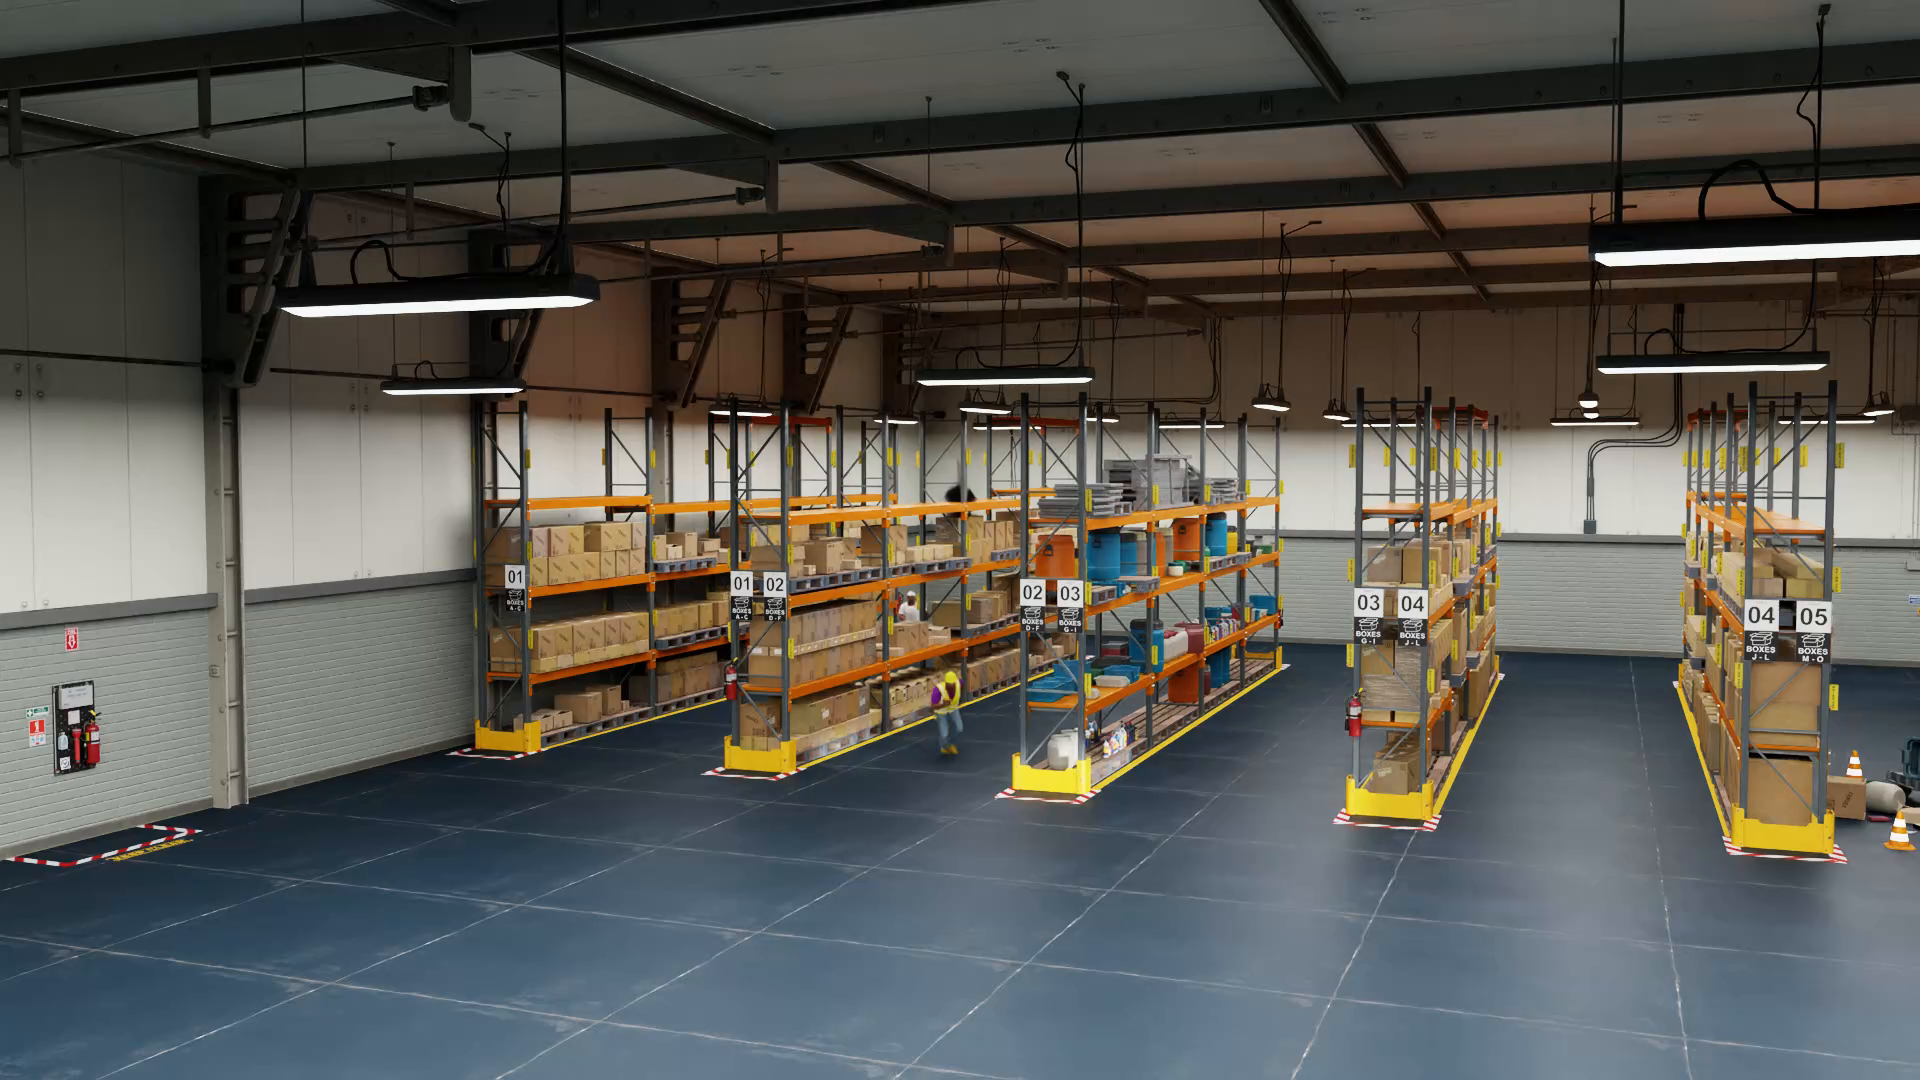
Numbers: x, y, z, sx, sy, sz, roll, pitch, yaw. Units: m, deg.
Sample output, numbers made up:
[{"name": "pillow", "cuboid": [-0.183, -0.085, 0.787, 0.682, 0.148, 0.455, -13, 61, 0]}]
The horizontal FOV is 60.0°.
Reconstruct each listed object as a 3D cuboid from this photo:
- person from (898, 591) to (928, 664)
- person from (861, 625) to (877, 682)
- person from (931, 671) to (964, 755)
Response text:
[{"name": "person", "cuboid": [-1.181, 2.142, 40.783, 0.665, 1.786, 0.808, 1, 3, 15]}, {"name": "person", "cuboid": [-2.117, 2.379, 36.496, 0.660, 1.707, 0.720, 0, 3, 0]}, {"name": "person", "cuboid": [-0.193, 2.890, 27.797, 0.711, 1.484, 1.017, -1, 3, -19]}]
